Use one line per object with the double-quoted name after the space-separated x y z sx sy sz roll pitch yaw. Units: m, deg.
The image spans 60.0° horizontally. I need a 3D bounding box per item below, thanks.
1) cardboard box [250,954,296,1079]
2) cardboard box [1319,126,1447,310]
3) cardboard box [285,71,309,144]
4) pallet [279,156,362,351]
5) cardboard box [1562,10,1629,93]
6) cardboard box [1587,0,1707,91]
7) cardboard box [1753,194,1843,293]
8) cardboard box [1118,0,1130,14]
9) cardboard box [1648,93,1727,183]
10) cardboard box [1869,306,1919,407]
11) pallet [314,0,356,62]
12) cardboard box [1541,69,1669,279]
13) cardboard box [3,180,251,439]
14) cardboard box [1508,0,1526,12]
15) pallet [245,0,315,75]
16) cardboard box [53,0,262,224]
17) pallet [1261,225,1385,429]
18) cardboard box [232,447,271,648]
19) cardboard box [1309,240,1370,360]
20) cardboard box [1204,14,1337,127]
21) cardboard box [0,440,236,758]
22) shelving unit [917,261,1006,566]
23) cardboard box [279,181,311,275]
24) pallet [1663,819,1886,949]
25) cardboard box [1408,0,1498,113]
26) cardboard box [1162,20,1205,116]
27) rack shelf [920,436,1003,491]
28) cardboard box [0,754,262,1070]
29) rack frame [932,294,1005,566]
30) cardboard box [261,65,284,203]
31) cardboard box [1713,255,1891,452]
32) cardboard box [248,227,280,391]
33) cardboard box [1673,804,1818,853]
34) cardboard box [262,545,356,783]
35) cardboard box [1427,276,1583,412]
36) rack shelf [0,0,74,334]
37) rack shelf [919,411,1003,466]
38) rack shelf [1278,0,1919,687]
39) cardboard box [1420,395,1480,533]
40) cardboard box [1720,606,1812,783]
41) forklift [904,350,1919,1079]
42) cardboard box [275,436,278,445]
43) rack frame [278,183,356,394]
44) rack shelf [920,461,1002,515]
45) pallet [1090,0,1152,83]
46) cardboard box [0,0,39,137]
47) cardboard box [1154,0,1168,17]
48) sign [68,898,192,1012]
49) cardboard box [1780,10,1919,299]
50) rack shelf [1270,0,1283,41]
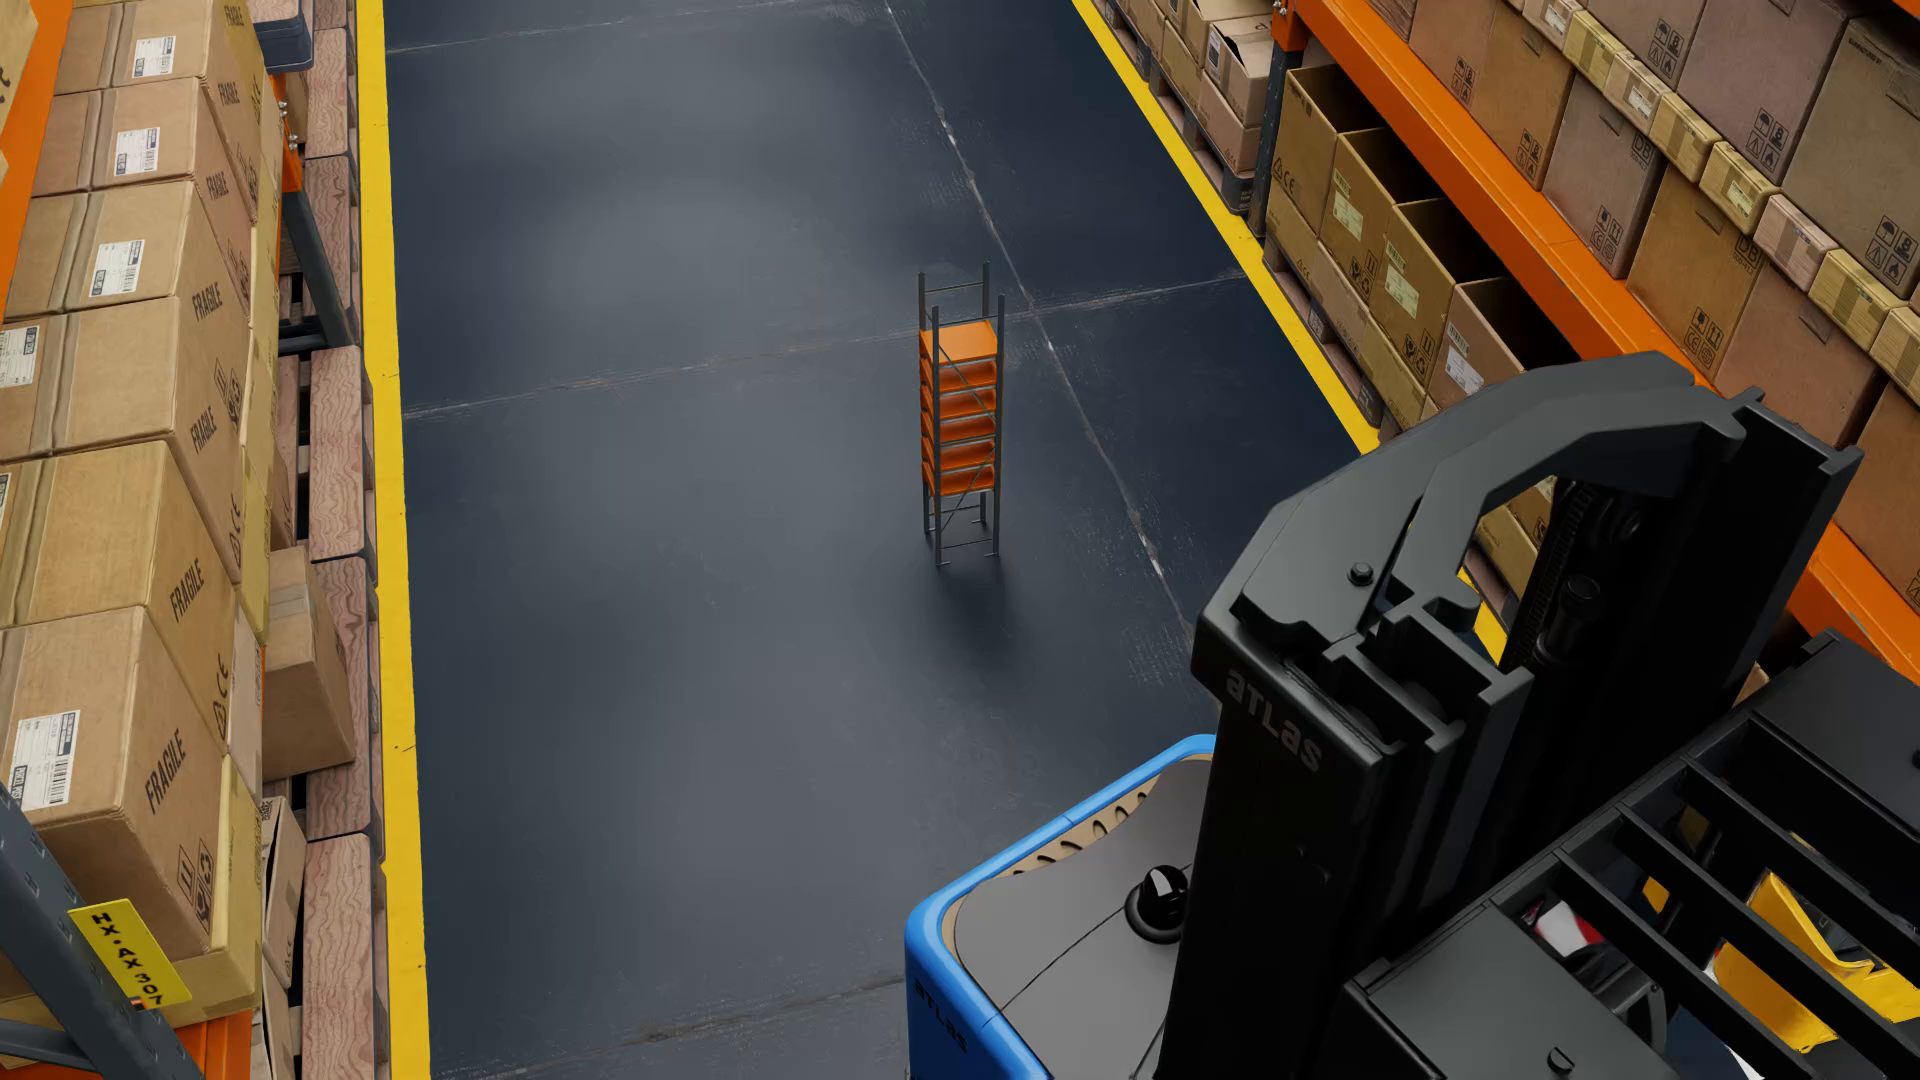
-2.033 1.409 4.343 0.500 0.311 0.500 -16 48 -15 "cardboard box"
1.773 -1.279 6.510 0.500 0.500 0.500 -11 47 -10 "cardboard box"
-3.443 -2.137 7.686 0.700 0.500 0.500 -10 46 -10 "cardboard box"
-3.167 -1.206 7.285 1.003 0.211 1.213 -11 47 -10 "pallet"
2.103 -1.526 5.121 0.380 0.149 0.250 -11 47 -11 "cardboard box"
2.326 -1.698 4.835 0.700 0.500 0.500 -11 47 -10 "cardboard box"
2.367 -0.814 4.423 0.380 0.149 0.250 -10 46 -10 "cardboard box"
1.047 -3.026 8.746 0.500 0.250 0.500 -10 46 -10 "cardboard box"
2.230 -1.177 4.779 0.380 0.149 0.250 -10 46 -9 "cardboard box"
2.495 -0.463 4.080 0.380 0.149 0.250 -10 46 -9 "cardboard box"
-3.792 -2.891 8.935 1.003 0.211 1.213 -11 47 -10 "pallet"
2.339 -1.220 5.275 0.700 0.500 0.500 -9 46 -9 "cardboard box"
-2.161 -0.540 4.245 0.500 0.500 0.500 -9 46 -9 "cardboard box"
1.965 -1.890 5.477 0.380 0.149 0.250 -12 47 -12 "cardboard box"
-3.022 -2.132 6.374 1.003 0.211 1.213 -11 47 -10 "pallet"
-2.413 -1.249 4.940 0.500 0.500 0.500 -11 47 -11 "cardboard box"
1.984 -1.021 7.103 1.003 0.211 1.213 -11 47 -10 "pallet"
-2.032 0.058 4.184 0.500 0.250 0.500 -11 47 -11 "cardboard box"
1.770 -1.016 6.777 0.500 0.250 0.500 -11 47 -10 "cardboard box"
1.440 -2.162 7.507 0.500 0.311 0.500 -11 47 -10 "cardboard box"
-1.891 0.172 3.547 0.500 0.500 0.500 -11 47 -10 "cardboard box"
0.004 -0.410 5.812 0.258 1.200 0.189 -11 47 -10 "shelving unit"
-3.171 -1.429 6.993 0.700 0.500 0.500 -9 46 -9 "cardboard box"
2.609 0.664 5.452 1.003 0.211 1.213 -11 47 -10 "pallet"
2.082 -1.920 5.962 0.700 0.500 0.500 -11 47 -11 "cardboard box"
1.307 -2.321 8.056 0.500 0.250 0.500 -11 47 -11 "cardboard box"
0.004 -0.295 5.929 0.258 0.103 0.180 -11 47 -10 "rack shelf"
-1.761 0.767 3.489 0.500 0.250 0.500 -12 47 -11 "cardboard box"
0.027 -0.347 5.750 0.240 1.200 0.006 -11 47 -10 "rack frame"
-2.552 -1.328 5.542 0.500 0.250 0.500 -11 47 -10 "cardboard box"
2.599 -0.513 4.583 0.700 0.500 0.500 -10 46 -9 "cardboard box"
-2.289 -0.638 4.866 0.500 0.250 0.500 -11 47 -11 "cardboard box"
2.422 0.707 5.088 0.500 0.250 0.500 -11 47 -10 "cardboard box"
-2.318 0.434 5.167 0.700 0.500 0.500 -13 47 -13 "cardboard box"
2.023 -0.588 5.832 0.500 0.500 0.500 -11 47 -10 "cardboard box"
-2.455 -1.063 3.595 1.077 0.370 4.000 -11 47 -10 "rack shelf"
0.004 -0.379 5.843 0.258 0.103 0.180 -11 47 -10 "rack shelf"
2.333 -0.921 5.556 1.077 0.370 4.000 -11 47 -10 "rack shelf"
2.027 -0.326 6.101 0.500 0.250 0.500 -11 47 -10 "cardboard box"
2.420 0.445 4.820 0.500 0.500 0.500 -11 47 -10 "cardboard box"
1.122 1.256 2.967 1.130 2.935 3.031 -27 52 -24 "forklift"
-2.801 -0.444 6.260 0.380 0.166 0.250 -16 48 -15 "cardboard box"
-2.967 -1.645 5.762 1.000 3.000 0.127 -11 47 -10 "rack frame"
0.004 -0.211 6.015 0.258 0.103 0.180 -11 47 -10 "rack shelf"
1.279 -2.923 8.967 1.003 0.211 1.213 -11 47 -10 "pallet"
-2.026 -0.987 2.933 0.500 0.500 0.500 -9 46 -8 "cardboard box"
1.176 -2.865 8.196 0.500 0.311 0.500 -11 47 -10 "cardboard box"
-1.418 0.714 2.844 0.100 0.325 0.005 -11 47 -10 "sign"
2.584 -1.004 4.156 0.700 0.500 0.500 -12 47 -11 "cardboard box"
1.309 -3.683 8.262 1.077 0.370 4.000 -11 47 -10 "rack shelf"
